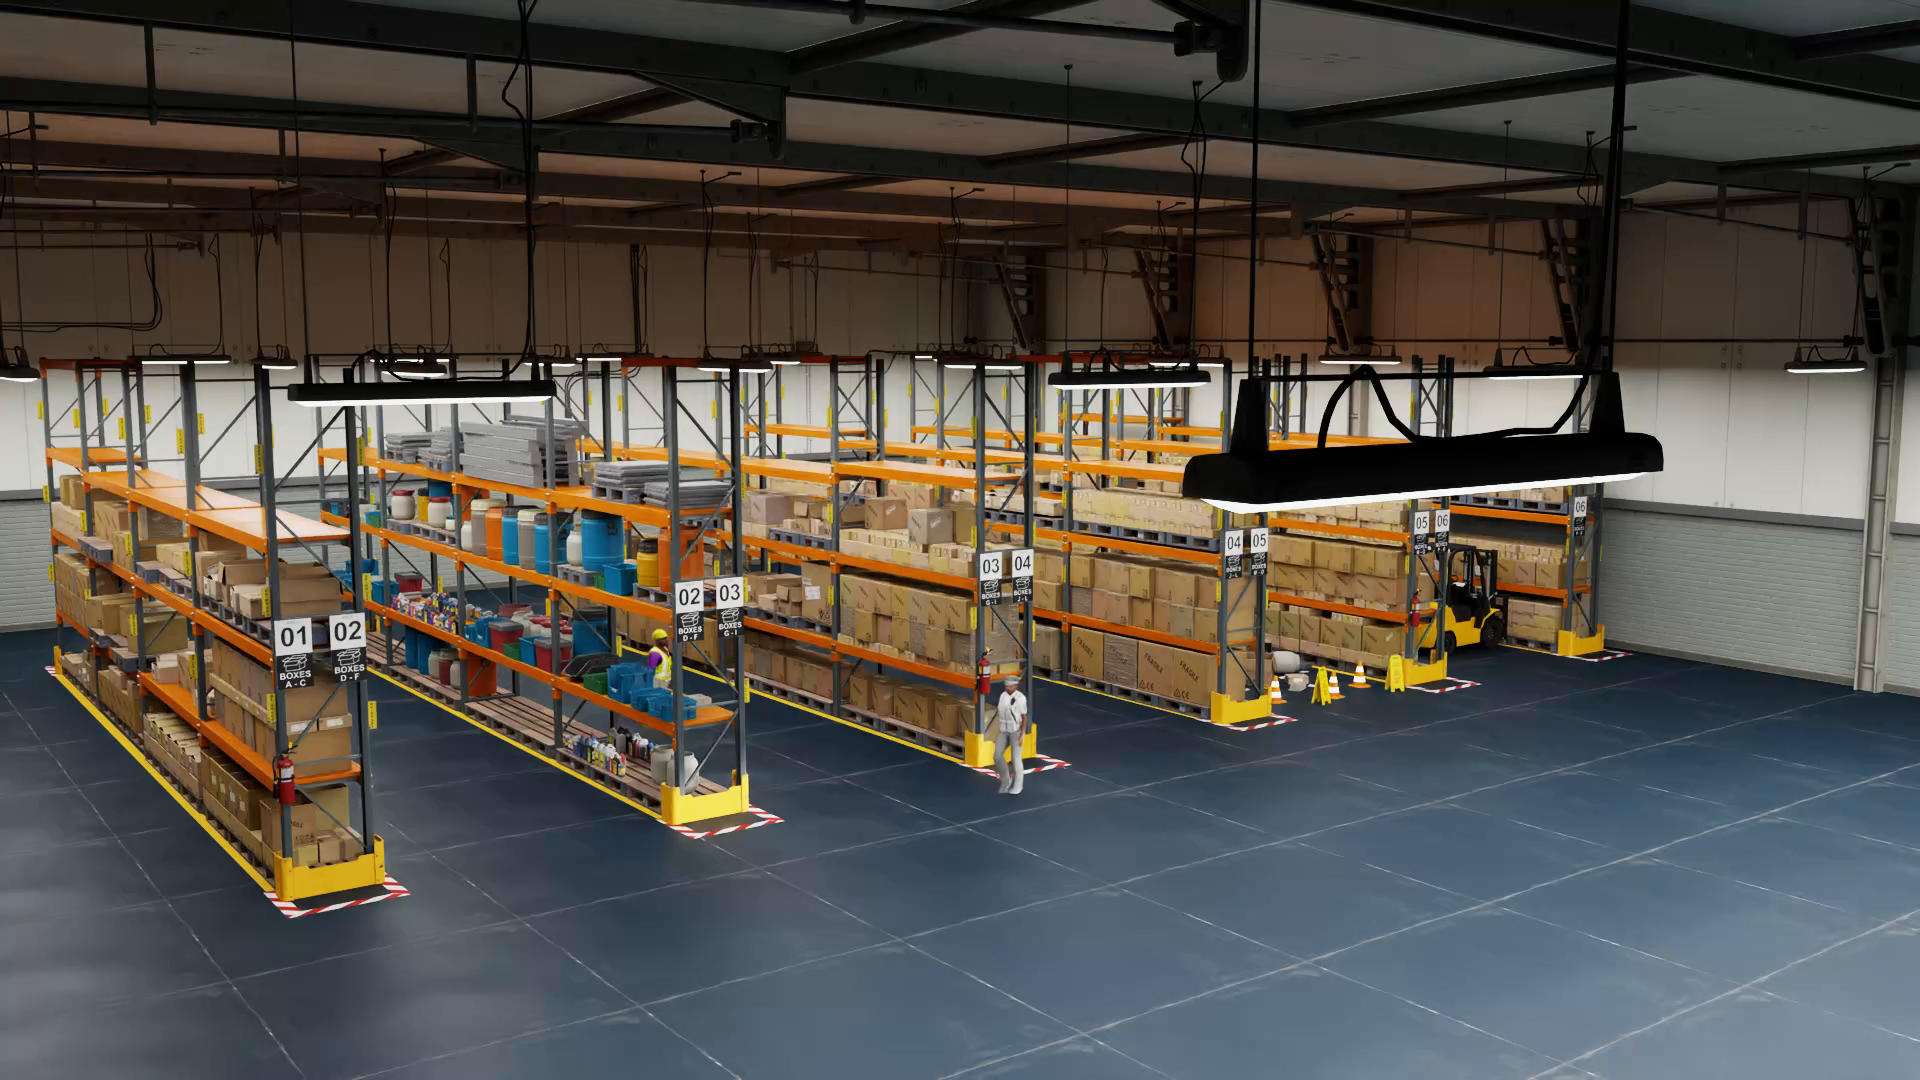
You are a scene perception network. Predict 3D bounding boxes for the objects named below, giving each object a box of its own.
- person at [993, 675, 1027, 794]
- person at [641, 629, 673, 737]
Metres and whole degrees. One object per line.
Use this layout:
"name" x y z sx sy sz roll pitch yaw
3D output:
"person" 0.714 2.746 23.254 0.514 1.753 0.387 5 9 38
"person" -4.821 2.277 26.546 0.849 1.737 0.601 1 7 11
